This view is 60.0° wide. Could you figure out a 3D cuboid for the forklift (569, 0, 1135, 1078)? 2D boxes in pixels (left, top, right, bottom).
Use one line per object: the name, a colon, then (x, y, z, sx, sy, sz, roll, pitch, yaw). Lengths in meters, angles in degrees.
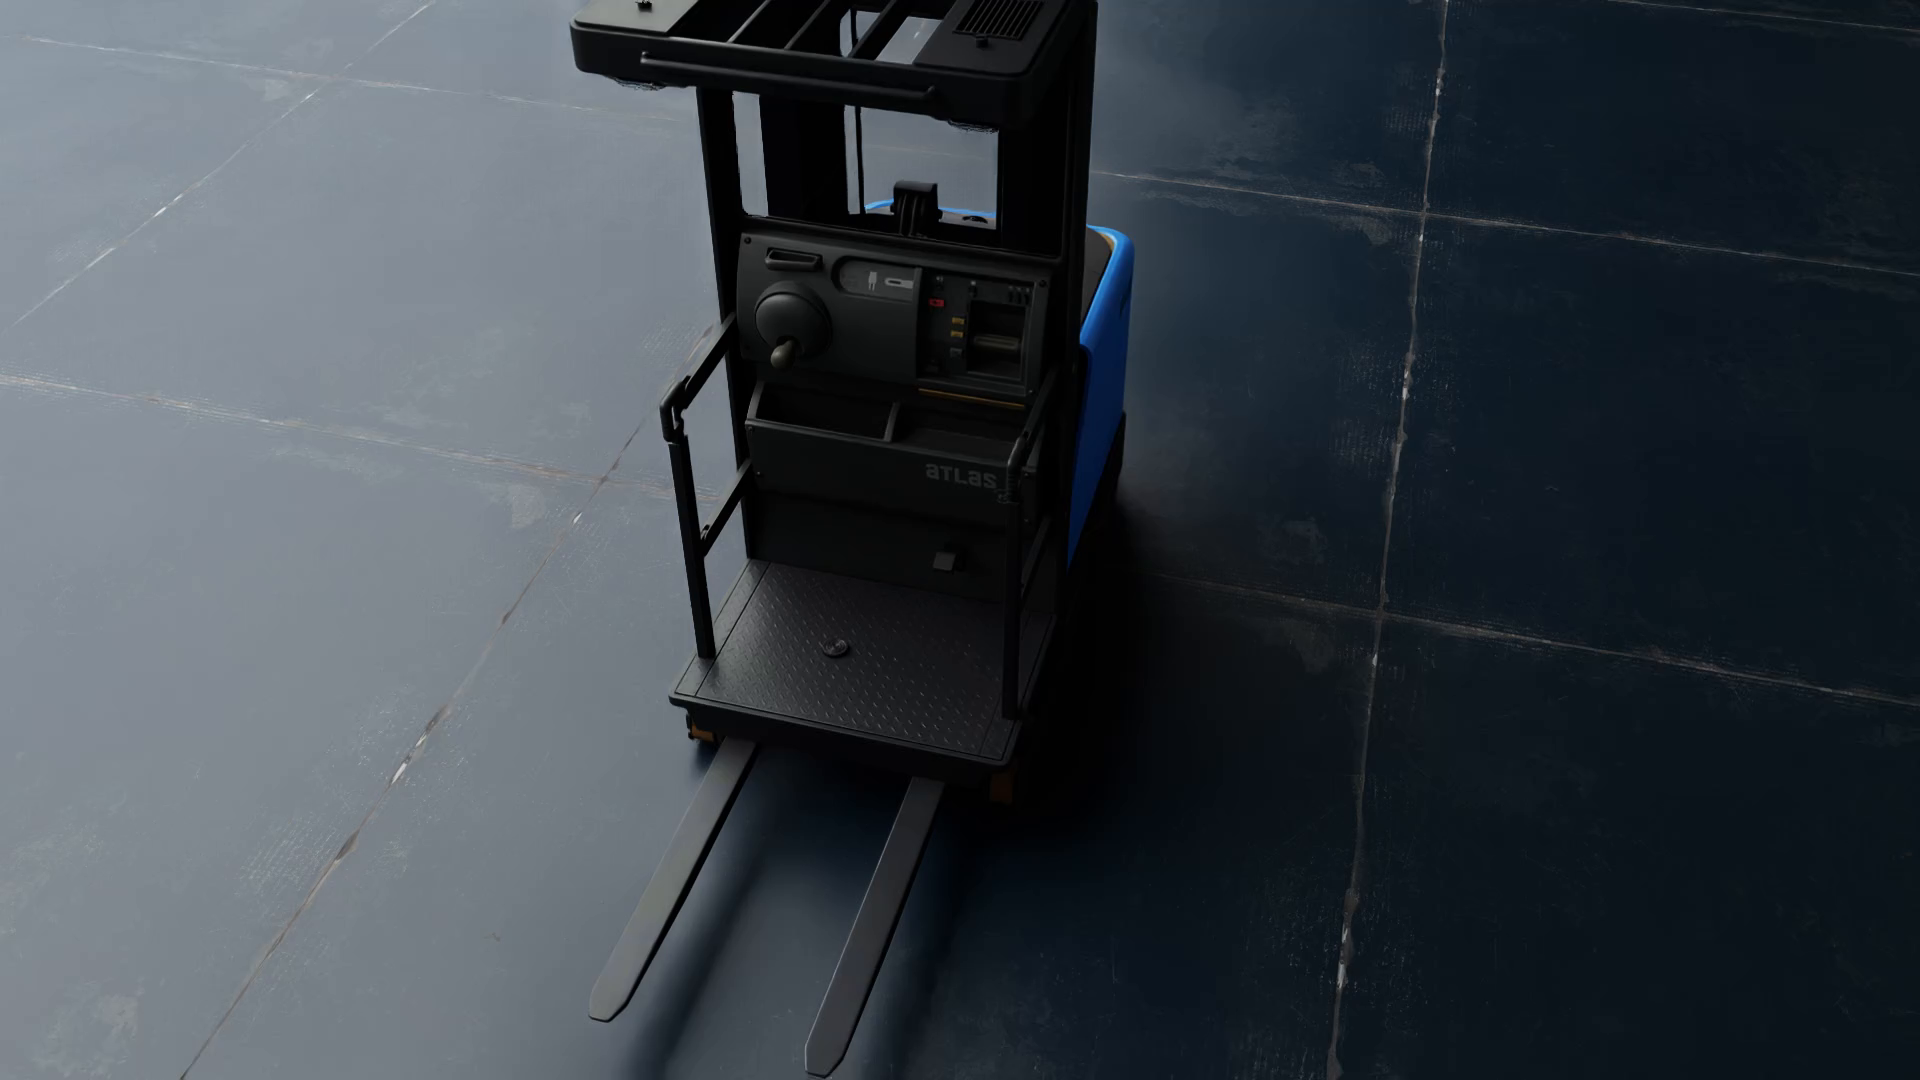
forklift: (-0.256, -0.569, 4.649, 1.130, 2.935, 3.031, 10, 41, 12)
